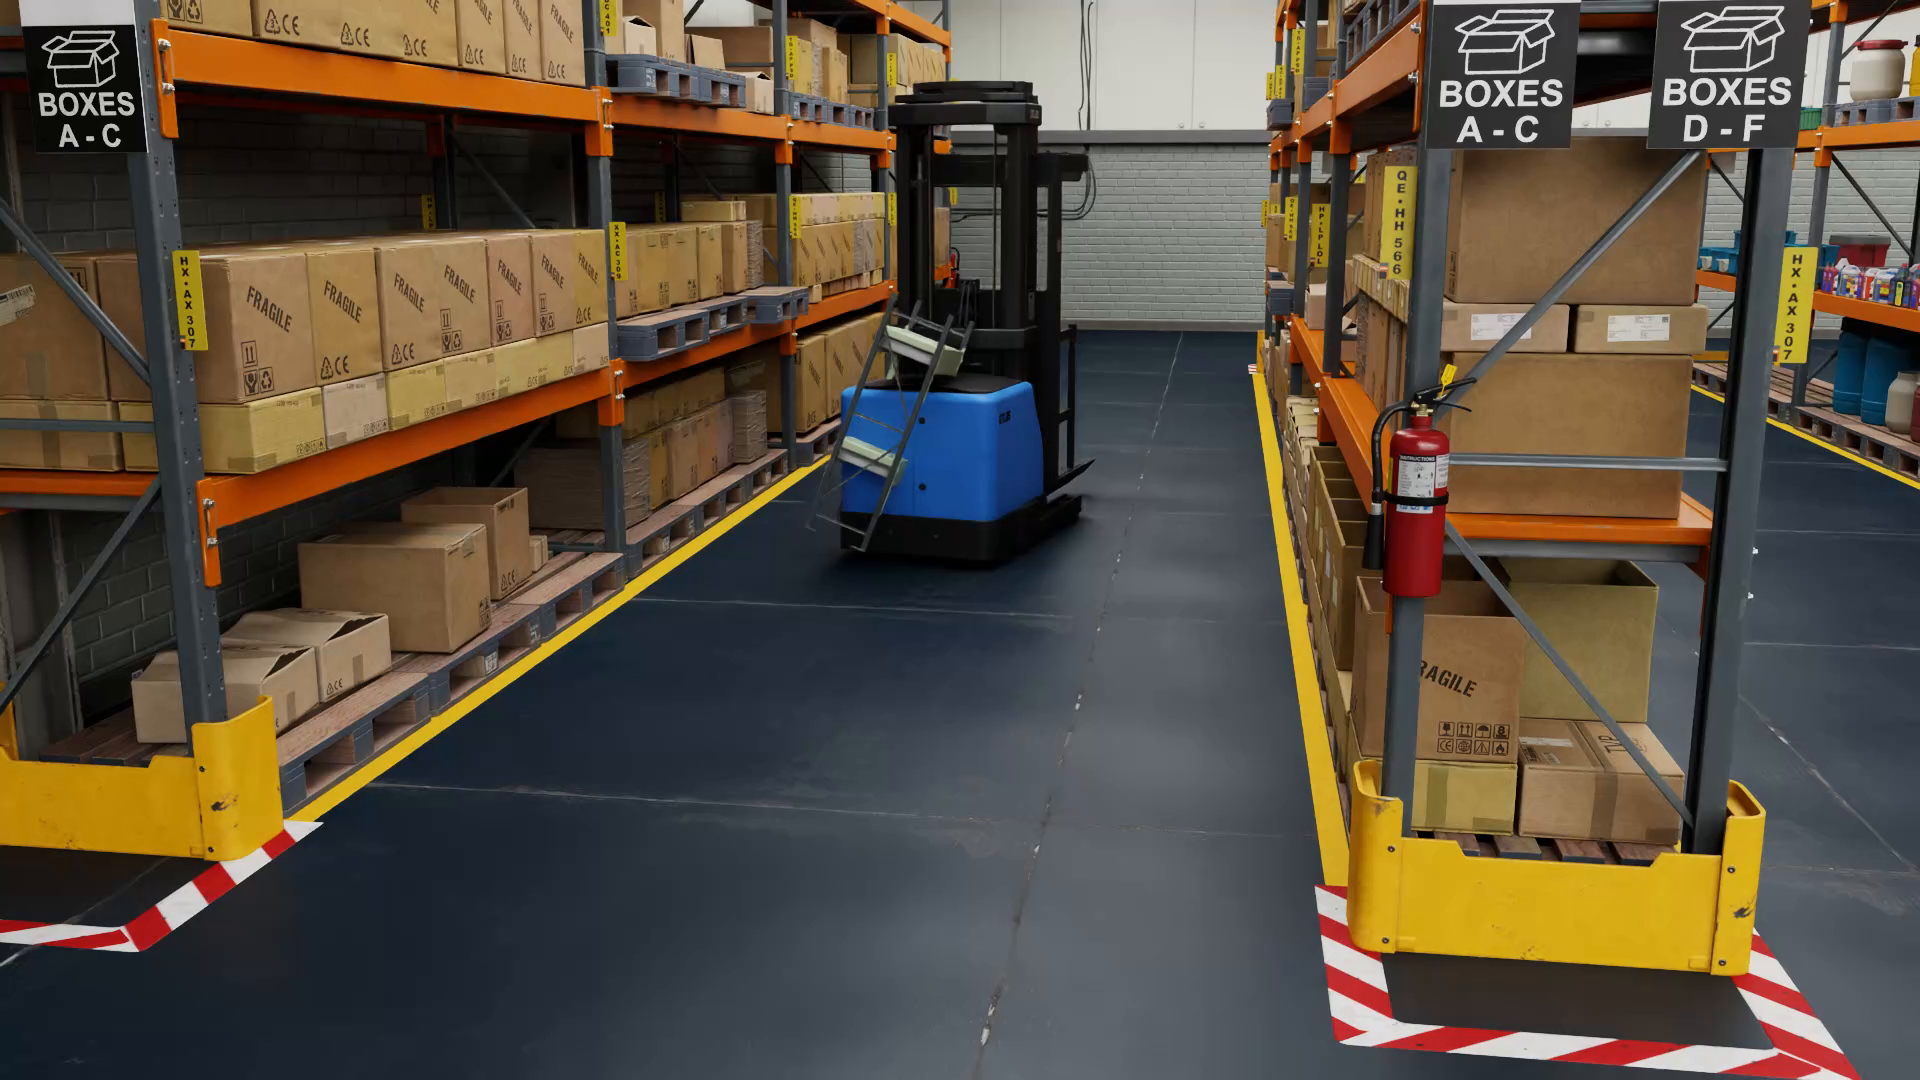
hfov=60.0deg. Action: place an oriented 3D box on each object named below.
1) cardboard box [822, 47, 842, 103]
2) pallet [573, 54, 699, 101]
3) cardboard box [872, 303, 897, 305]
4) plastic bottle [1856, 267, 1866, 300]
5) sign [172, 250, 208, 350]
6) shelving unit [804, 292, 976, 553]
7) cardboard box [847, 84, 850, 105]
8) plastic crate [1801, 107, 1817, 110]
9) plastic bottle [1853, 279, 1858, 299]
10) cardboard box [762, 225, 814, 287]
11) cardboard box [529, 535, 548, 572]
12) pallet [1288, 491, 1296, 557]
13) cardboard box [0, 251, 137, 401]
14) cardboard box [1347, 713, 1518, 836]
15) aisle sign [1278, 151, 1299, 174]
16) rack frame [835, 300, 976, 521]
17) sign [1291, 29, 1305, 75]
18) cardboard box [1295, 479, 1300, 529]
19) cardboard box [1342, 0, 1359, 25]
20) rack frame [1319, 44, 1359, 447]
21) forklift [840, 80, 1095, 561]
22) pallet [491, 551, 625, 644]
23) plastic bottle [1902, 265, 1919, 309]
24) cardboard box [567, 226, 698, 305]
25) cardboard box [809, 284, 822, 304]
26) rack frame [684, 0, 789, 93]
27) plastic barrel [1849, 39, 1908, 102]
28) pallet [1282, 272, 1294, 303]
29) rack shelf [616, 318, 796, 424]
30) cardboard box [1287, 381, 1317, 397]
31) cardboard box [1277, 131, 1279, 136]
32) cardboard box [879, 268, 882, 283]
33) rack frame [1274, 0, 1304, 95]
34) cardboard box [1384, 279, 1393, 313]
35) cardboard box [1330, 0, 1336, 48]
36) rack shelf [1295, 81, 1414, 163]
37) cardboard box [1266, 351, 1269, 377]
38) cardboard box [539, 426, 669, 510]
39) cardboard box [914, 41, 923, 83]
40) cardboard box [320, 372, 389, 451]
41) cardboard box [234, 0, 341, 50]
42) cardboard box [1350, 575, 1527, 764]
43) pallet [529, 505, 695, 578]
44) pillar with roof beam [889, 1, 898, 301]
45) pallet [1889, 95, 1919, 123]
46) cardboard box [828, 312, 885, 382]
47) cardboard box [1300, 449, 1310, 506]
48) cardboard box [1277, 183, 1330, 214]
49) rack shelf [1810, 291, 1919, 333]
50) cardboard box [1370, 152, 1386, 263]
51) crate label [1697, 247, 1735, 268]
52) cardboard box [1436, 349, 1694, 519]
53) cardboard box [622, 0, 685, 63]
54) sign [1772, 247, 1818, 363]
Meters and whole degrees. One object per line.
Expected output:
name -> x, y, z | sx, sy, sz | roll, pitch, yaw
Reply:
cardboard box -> -1.497, -4.314, 15.490 | 0.700, 0.500, 0.500 | 2, 12, 8
pallet -> -2.261, -2.716, 9.800 | 1.213, 0.211, 1.003 | 2, 12, 9
cardboard box -> -0.880, -2.793, 20.228 | 0.380, 0.149, 0.250 | 2, 12, 9
plastic bottle -> 7.943, -2.256, 14.618 | 0.061, 0.283, 0.133 | 2, 12, 9
sign -> -2.541, -0.789, 5.480 | 0.100, 0.325, 0.005 | 2, 12, 9
shelving unit -> -0.419, -0.722, 10.232 | 0.431, 1.500, 0.755 | 22, 8, 8
cardboard box -> -1.358, -4.679, 17.585 | 0.500, 0.250, 0.500 | 2, 12, 9
plastic crate -> 8.383, -4.145, 16.383 | 0.416, 0.233, 0.300 | 2, 12, 9
plastic bottle -> 7.979, -2.239, 14.736 | 0.097, 0.201, 0.097 | 0, 12, 0
cardboard box -> -1.519, -2.346, 13.767 | 0.500, 0.500, 0.500 | 2, 12, 10
cardboard box -> -2.514, 0.066, 9.247 | 0.380, 0.166, 0.250 | 0, 12, 1
pallet -> 2.694, -0.103, 10.968 | 1.003, 0.211, 1.213 | 2, 12, 9
cardboard box -> -3.214, -0.791, 6.074 | 0.500, 0.500, 0.500 | 2, 12, 8
cardboard box -> 1.609, 0.794, 5.719 | 0.500, 0.250, 0.500 | 2, 12, 9
aisle sign -> 4.000, -4.849, 20.202 | 0.394, 0.787, 0.004 | 2, 12, 9
rack frame -> -0.355, -0.751, 10.591 | 0.400, 1.500, 0.023 | 22, 8, 8
sign -> 2.513, -3.626, 12.352 | 0.100, 0.325, 0.005 | 2, 12, 9
cardboard box -> 2.369, -0.225, 10.447 | 0.500, 0.250, 0.500 | 2, 12, 10
cardboard box -> 2.096, -2.749, 7.942 | 0.500, 0.500, 0.500 | 3, 13, 13
rack frame -> 2.434, -1.056, 8.775 | 1.000, 3.000, 0.127 | 2, 12, 9
forklift -> 0.219, -1.570, 11.321 | 1.130, 2.935, 3.031 | 4, 13, 19
pallet -> -2.530, 0.288, 9.156 | 1.003, 0.211, 1.213 | 2, 12, 9
plastic bottle -> 7.825, -2.071, 13.602 | 0.144, 0.351, 0.185 | 2, 12, 9
cardboard box -> -2.186, -1.839, 11.125 | 0.700, 0.500, 0.500 | 4, 13, 16
cardboard box -> -1.395, -2.101, 14.173 | 0.380, 0.149, 0.250 | 2, 12, 10
rack frame -> -1.846, -4.981, 12.748 | 1.000, 3.000, 0.127 | 2, 12, 9
plastic barrel -> 8.229, -4.197, 14.909 | 0.433, 0.535, 0.433 | 0, 12, 0
pallet -> 3.343, -2.200, 14.538 | 1.003, 0.211, 1.213 | 2, 12, 9
rack shelf -> -2.154, -1.281, 11.524 | 1.077, 0.370, 4.000 | 2, 12, 9
cardboard box -> 2.961, -1.084, 13.794 | 0.500, 0.500, 0.500 | 2, 12, 11
cardboard box -> 3.632, -4.433, 17.677 | 0.500, 0.250, 0.500 | 2, 12, 9
cardboard box -> -1.004, -2.689, 16.899 | 0.380, 0.149, 0.250 | 2, 12, 9
rack frame -> 4.279, -6.487, 19.734 | 1.000, 3.000, 0.127 | 2, 12, 9
cardboard box -> 1.925, -0.998, 6.729 | 0.380, 0.149, 0.250 | 2, 12, 8
cardboard box -> 3.201, -4.090, 13.120 | 0.500, 0.500, 0.500 | 2, 12, 9
rack shelf -> 2.741, -2.587, 10.467 | 1.077, 0.370, 4.000 | 2, 12, 9
cardboard box -> 3.587, -1.906, 18.057 | 0.500, 0.311, 0.500 | 2, 12, 9
cardboard box -> -2.335, -0.472, 10.953 | 0.700, 0.500, 0.500 | 2, 12, 8
cardboard box -> -0.701, -5.245, 18.431 | 0.500, 0.500, 0.500 | 2, 12, 9
cardboard box -> -2.622, -0.520, 6.593 | 0.500, 0.250, 0.500 | 1, 12, 7
cardboard box -> -2.660, -2.081, 6.123 | 0.500, 0.500, 0.500 | 3, 12, 12
cardboard box -> 1.607, 0.427, 5.640 | 0.500, 0.500, 0.500 | 2, 12, 9
pallet -> -2.343, -0.015, 10.562 | 1.003, 0.211, 1.213 | 2, 12, 9
pillar with roof beam -> 3.198, -7.097, 22.566 | 9.100, 9.000, 0.400 | 2, 12, 9
pallet -> 8.362, -3.532, 13.590 | 1.003, 0.211, 1.213 | 2, 12, 9
cardboard box -> -1.203, -1.896, 16.778 | 0.750, 0.750, 0.750 | 2, 12, 9
cardboard box -> 2.287, -0.394, 9.899 | 0.500, 0.311, 0.500 | 2, 12, 10
cardboard box -> 3.486, -3.373, 16.914 | 0.500, 0.500, 0.500 | 2, 12, 9
rack shelf -> 8.250, -1.792, 13.898 | 1.077, 0.370, 4.000 | 2, 12, 9
cardboard box -> 2.295, -1.542, 7.710 | 0.700, 0.500, 0.500 | 2, 12, 9
crate label -> 8.810, -3.300, 19.440 | 0.416, 0.233, 0.303 | 2, 12, 9
cardboard box -> 1.903, -0.369, 5.350 | 0.700, 0.500, 0.500 | 2, 12, 9
cardboard box -> -2.109, -3.305, 10.853 | 0.500, 0.500, 0.500 | 1, 12, 7
sign -> 2.366, -0.666, 4.722 | 0.100, 0.325, 0.005 | 2, 12, 9
